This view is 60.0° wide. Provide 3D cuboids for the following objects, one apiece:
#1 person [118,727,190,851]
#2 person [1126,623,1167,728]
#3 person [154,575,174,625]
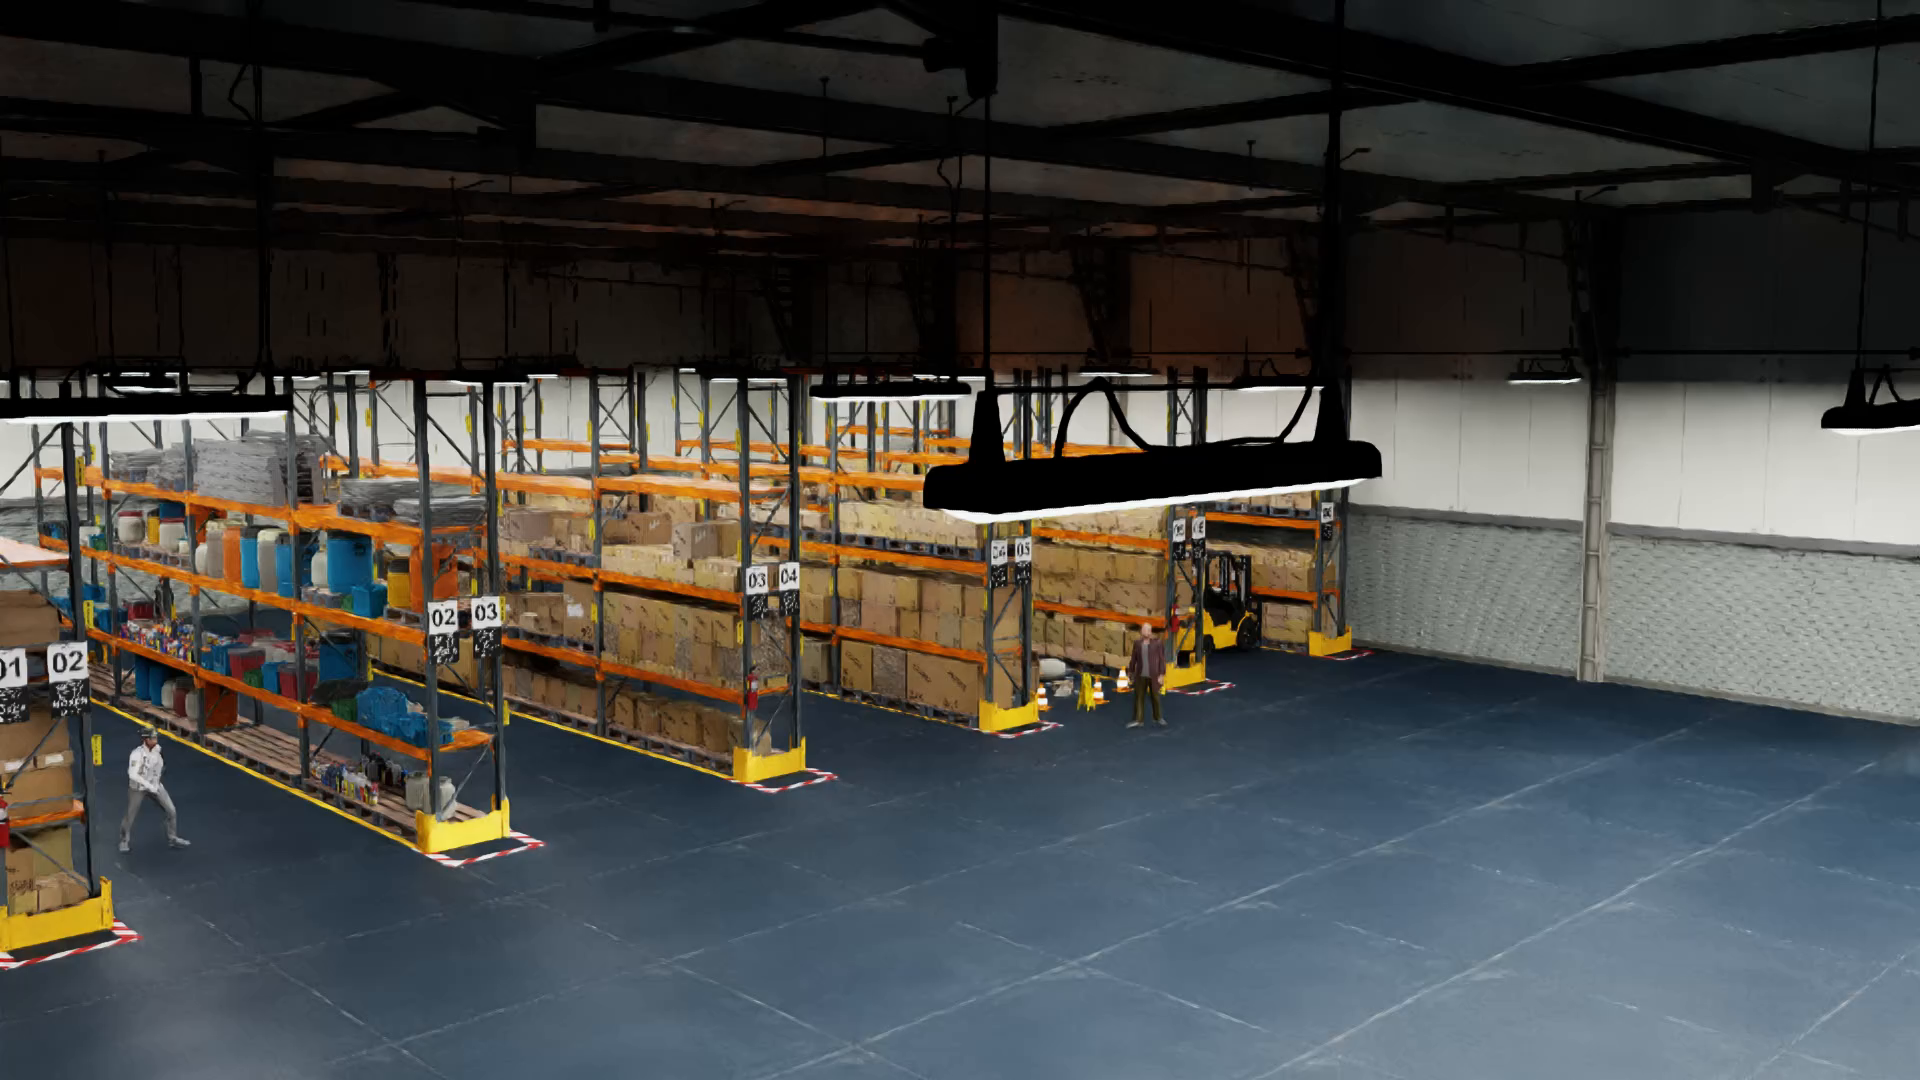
[{"bbox_3d":[-10.340,3.140,21.143,0.783,1.610,0.634,3,7,27],"label":"person"},{"bbox_3d":[3.144,2.326,28.123,0.687,1.678,0.682,3,7,23],"label":"person"},{"bbox_3d":[-16.705,1.524,34.958,0.529,1.713,0.718,-1,7,-12],"label":"person"}]
